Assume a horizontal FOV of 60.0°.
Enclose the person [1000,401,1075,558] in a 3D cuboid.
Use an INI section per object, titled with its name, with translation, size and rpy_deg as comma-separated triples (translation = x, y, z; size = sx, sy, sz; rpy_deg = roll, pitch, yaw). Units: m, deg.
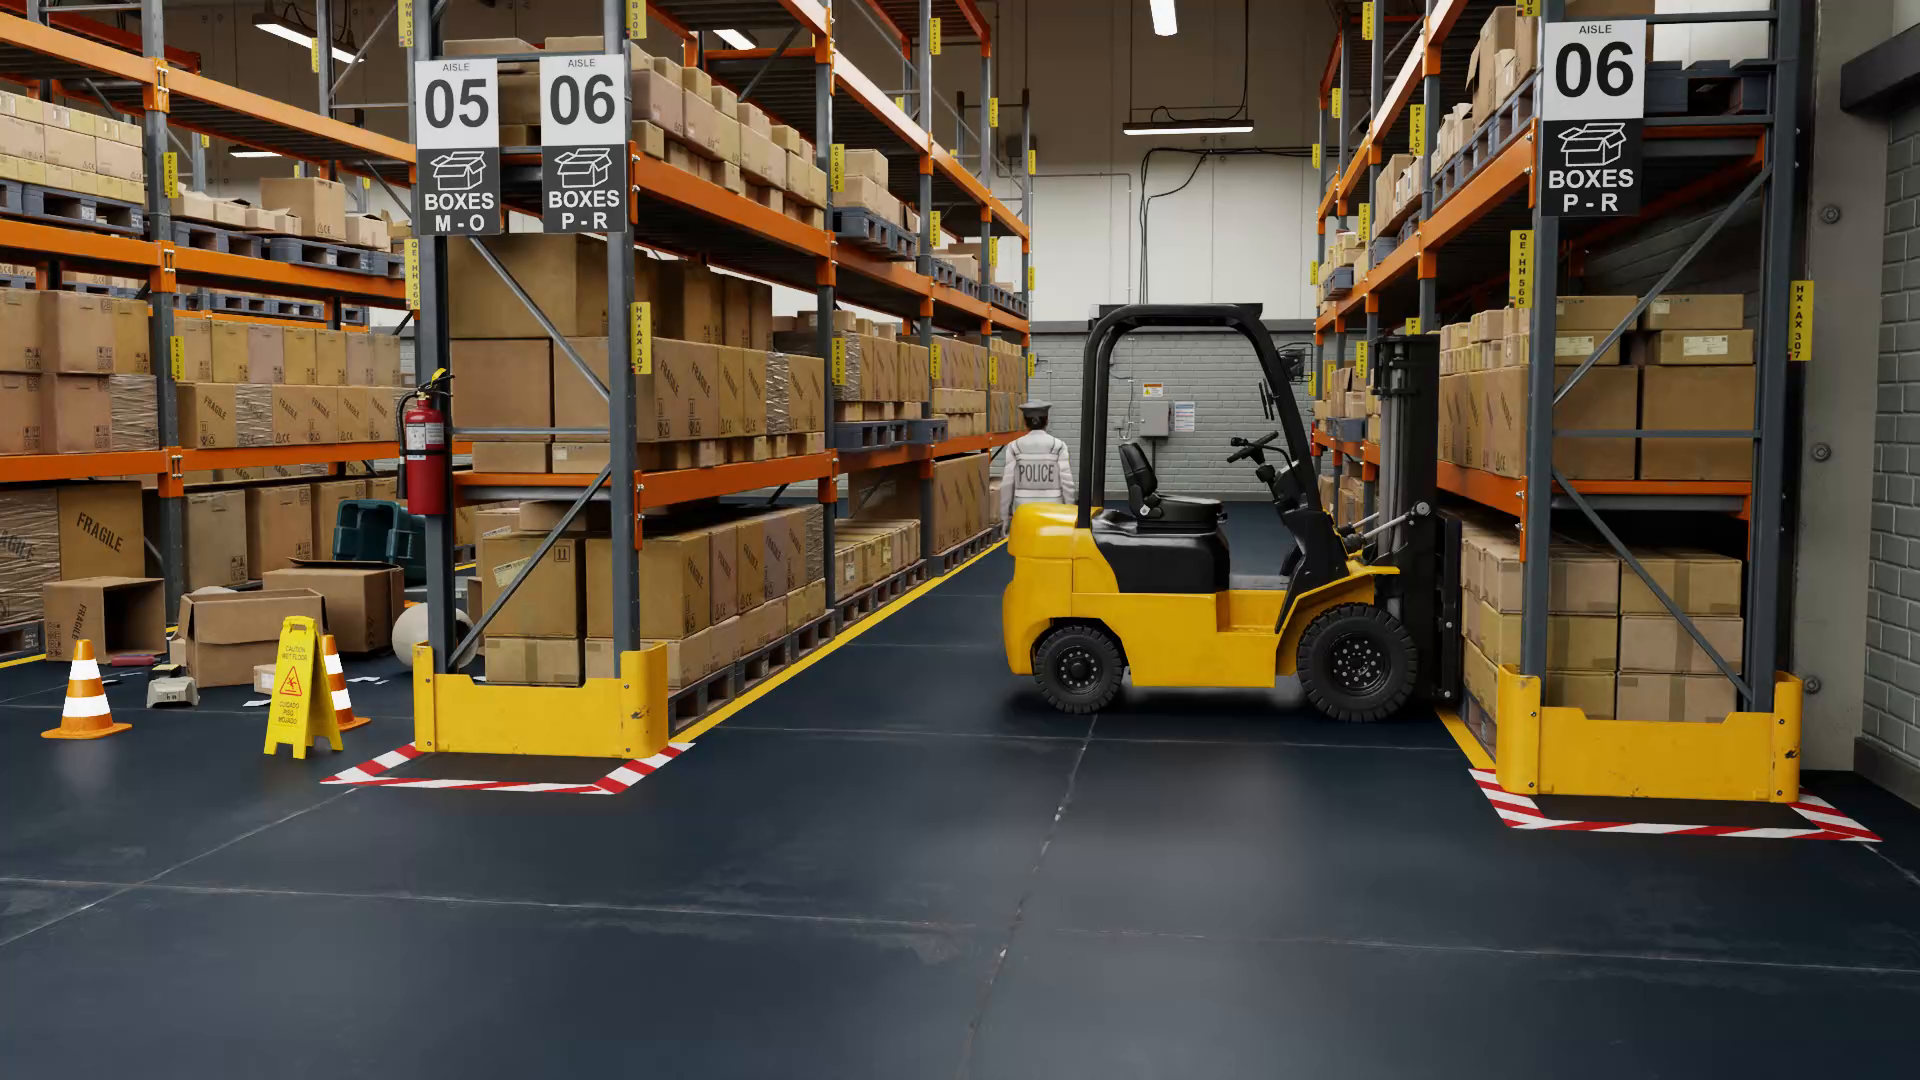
[person]
translation = 0.541, -0.133, 11.550
size = 0.526, 1.662, 0.414
rpy_deg = 1, 5, 6
